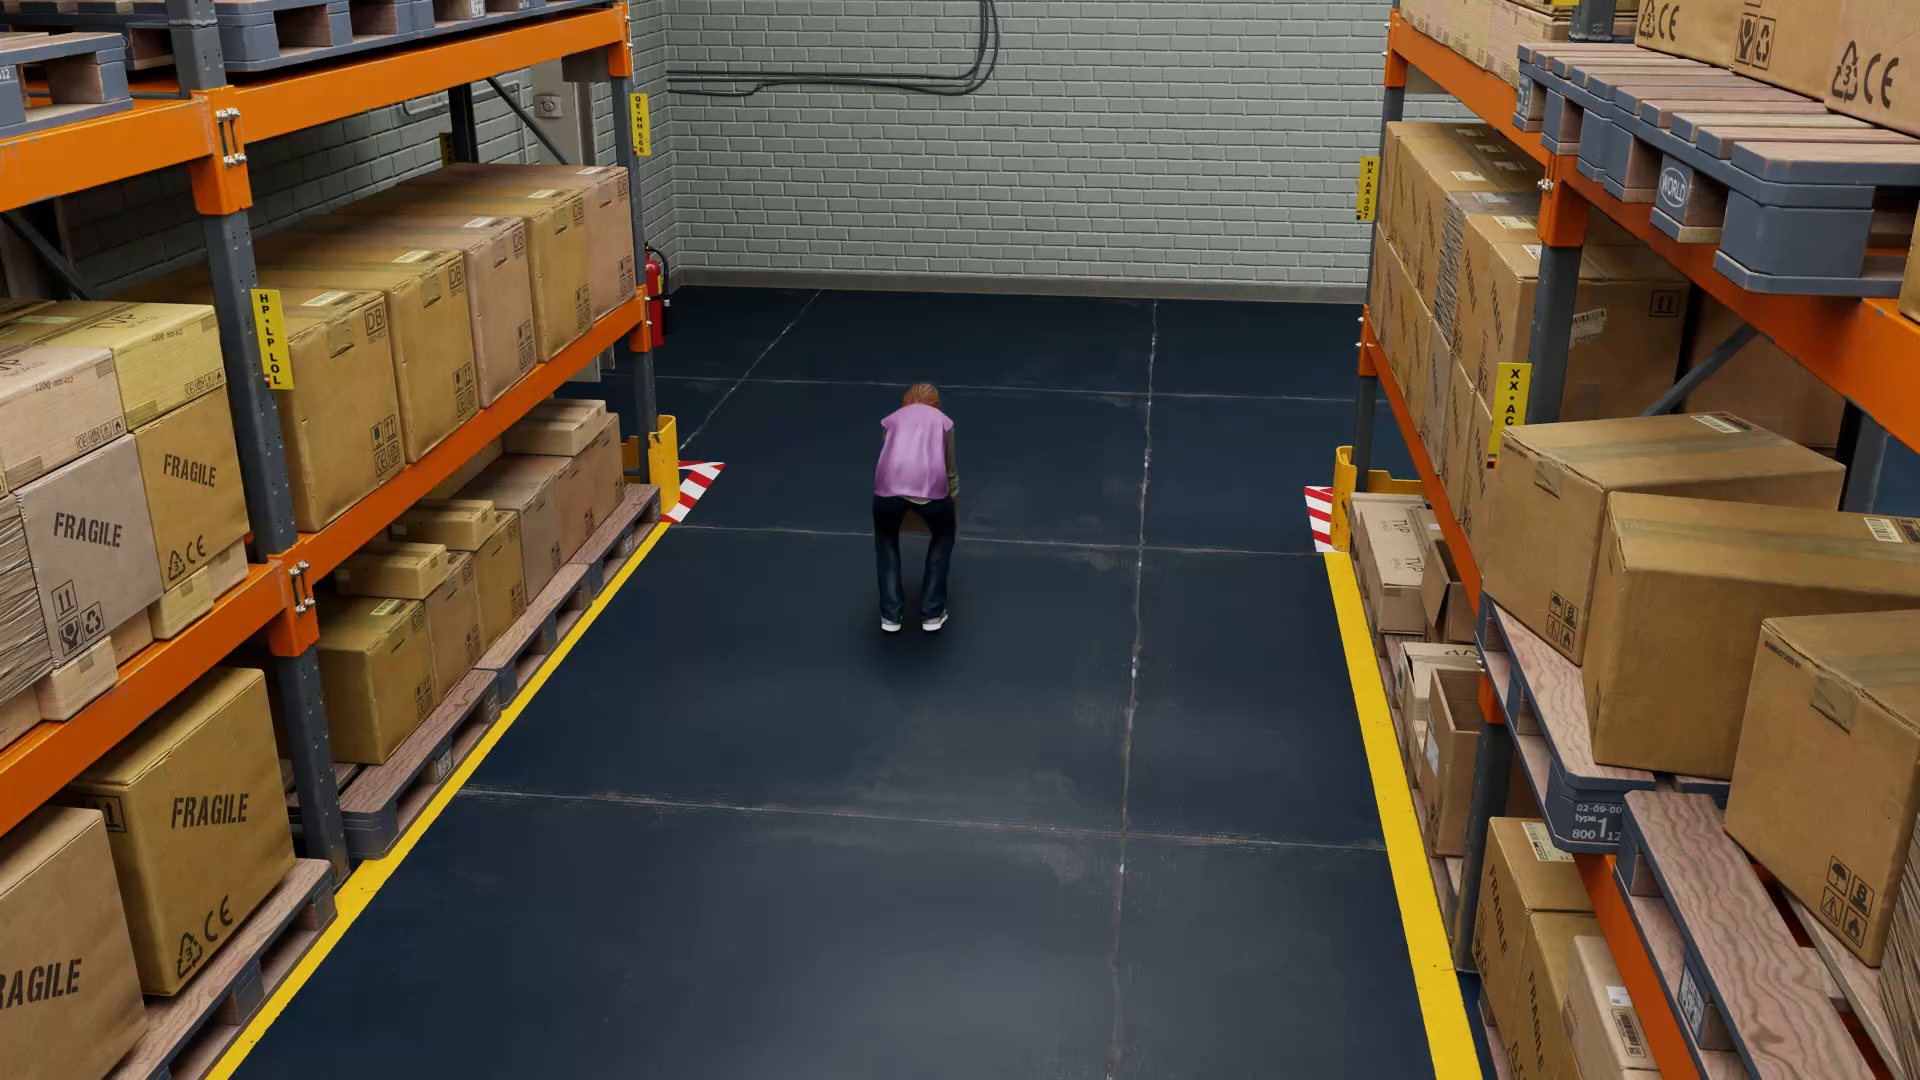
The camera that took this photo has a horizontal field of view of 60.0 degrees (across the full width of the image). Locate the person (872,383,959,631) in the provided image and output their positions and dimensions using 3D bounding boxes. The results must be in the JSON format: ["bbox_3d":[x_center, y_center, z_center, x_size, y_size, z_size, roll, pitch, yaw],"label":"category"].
[{"bbox_3d":[-0.212,-0.149,8.166,0.402,1.094,0.846,2,22,4],"label":"person"}]
